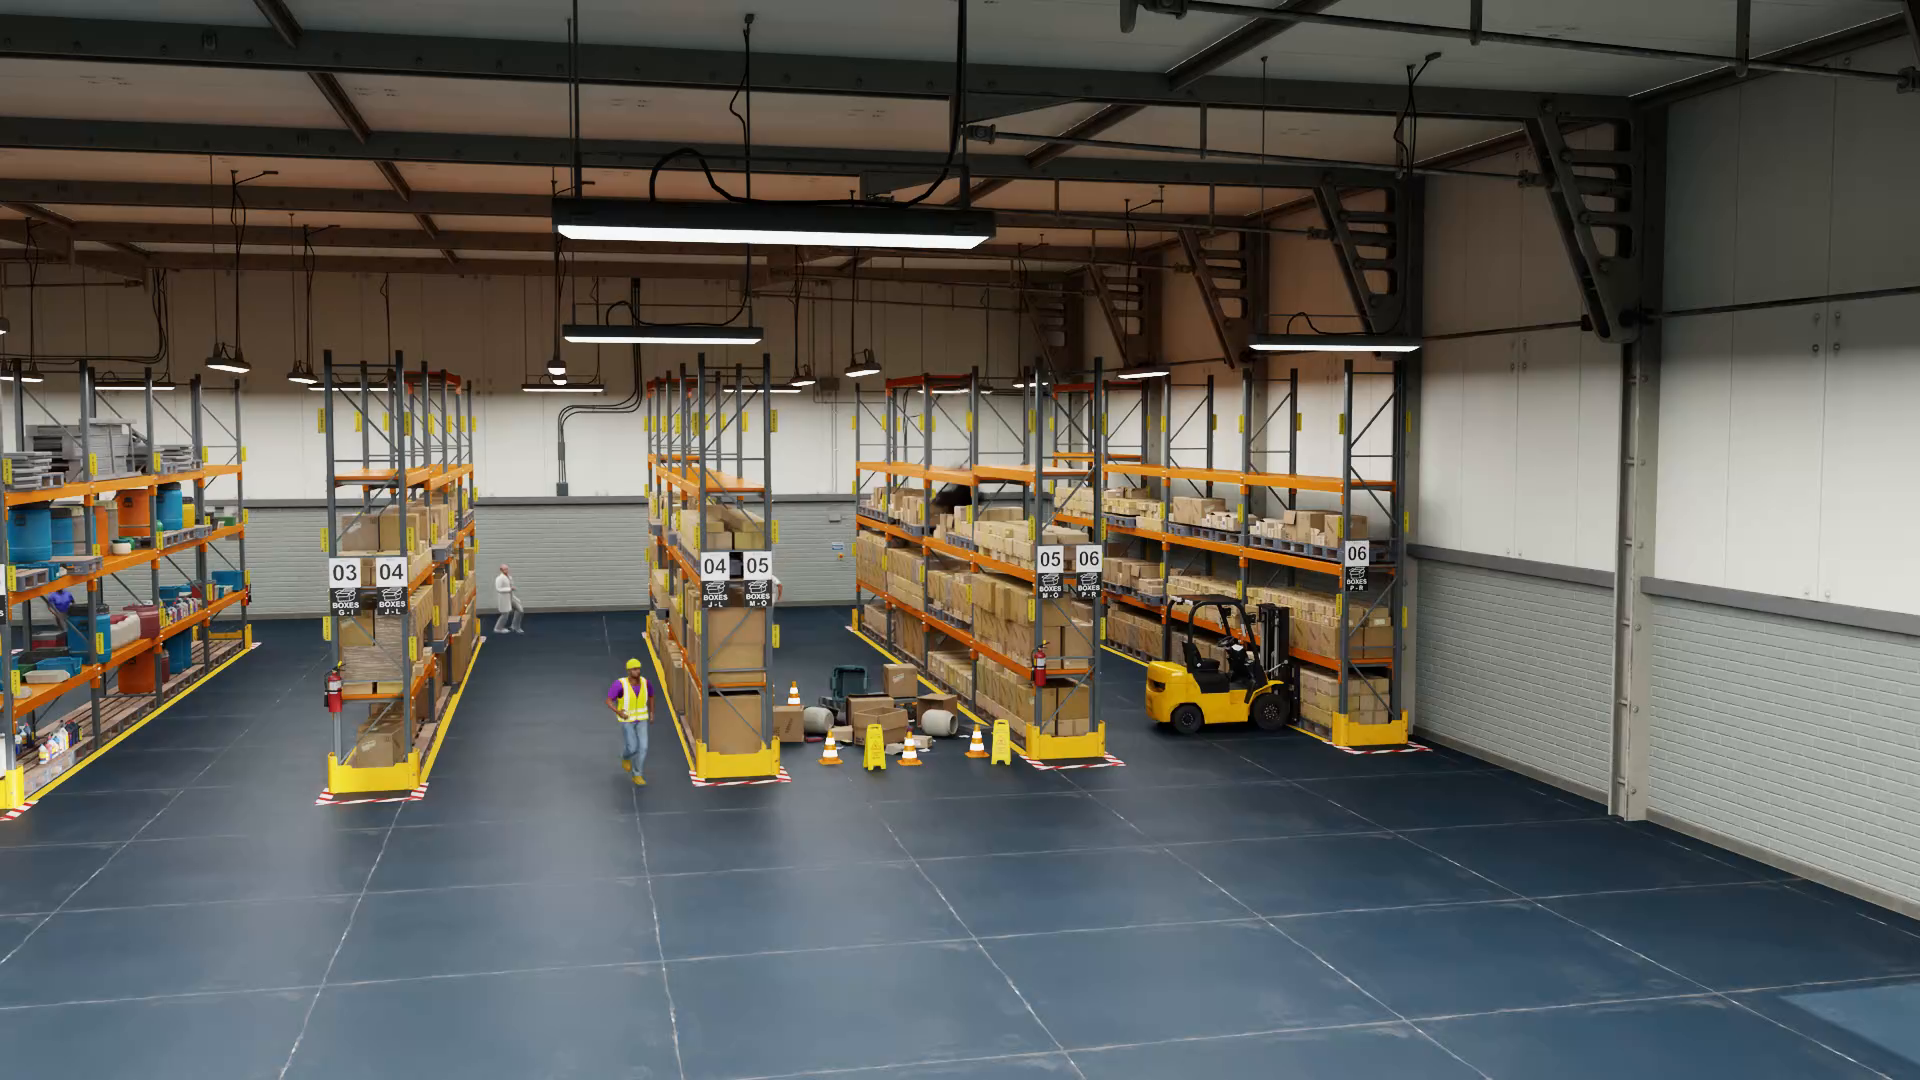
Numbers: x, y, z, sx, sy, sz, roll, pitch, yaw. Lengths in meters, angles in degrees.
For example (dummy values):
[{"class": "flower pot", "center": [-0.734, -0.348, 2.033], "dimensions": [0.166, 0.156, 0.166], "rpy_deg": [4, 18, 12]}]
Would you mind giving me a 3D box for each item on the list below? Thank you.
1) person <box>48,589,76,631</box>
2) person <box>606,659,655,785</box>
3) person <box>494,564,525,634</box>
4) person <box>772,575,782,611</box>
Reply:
[{"class": "person", "center": [-19.505, 1.701, 36.183], "dimensions": [0.570, 1.585, 0.509], "rpy_deg": [-3, 5, -40]}, {"class": "person", "center": [-4.580, 2.531, 23.290], "dimensions": [0.738, 1.748, 0.655], "rpy_deg": [-2, 5, -30]}, {"class": "person", "center": [-10.815, 1.423, 39.483], "dimensions": [0.754, 1.731, 0.865], "rpy_deg": [1, 4, 16]}, {"class": "person", "center": [-4.470, 1.458, 38.336], "dimensions": [0.686, 1.789, 1.012], "rpy_deg": [-2, 4, -26]}]
